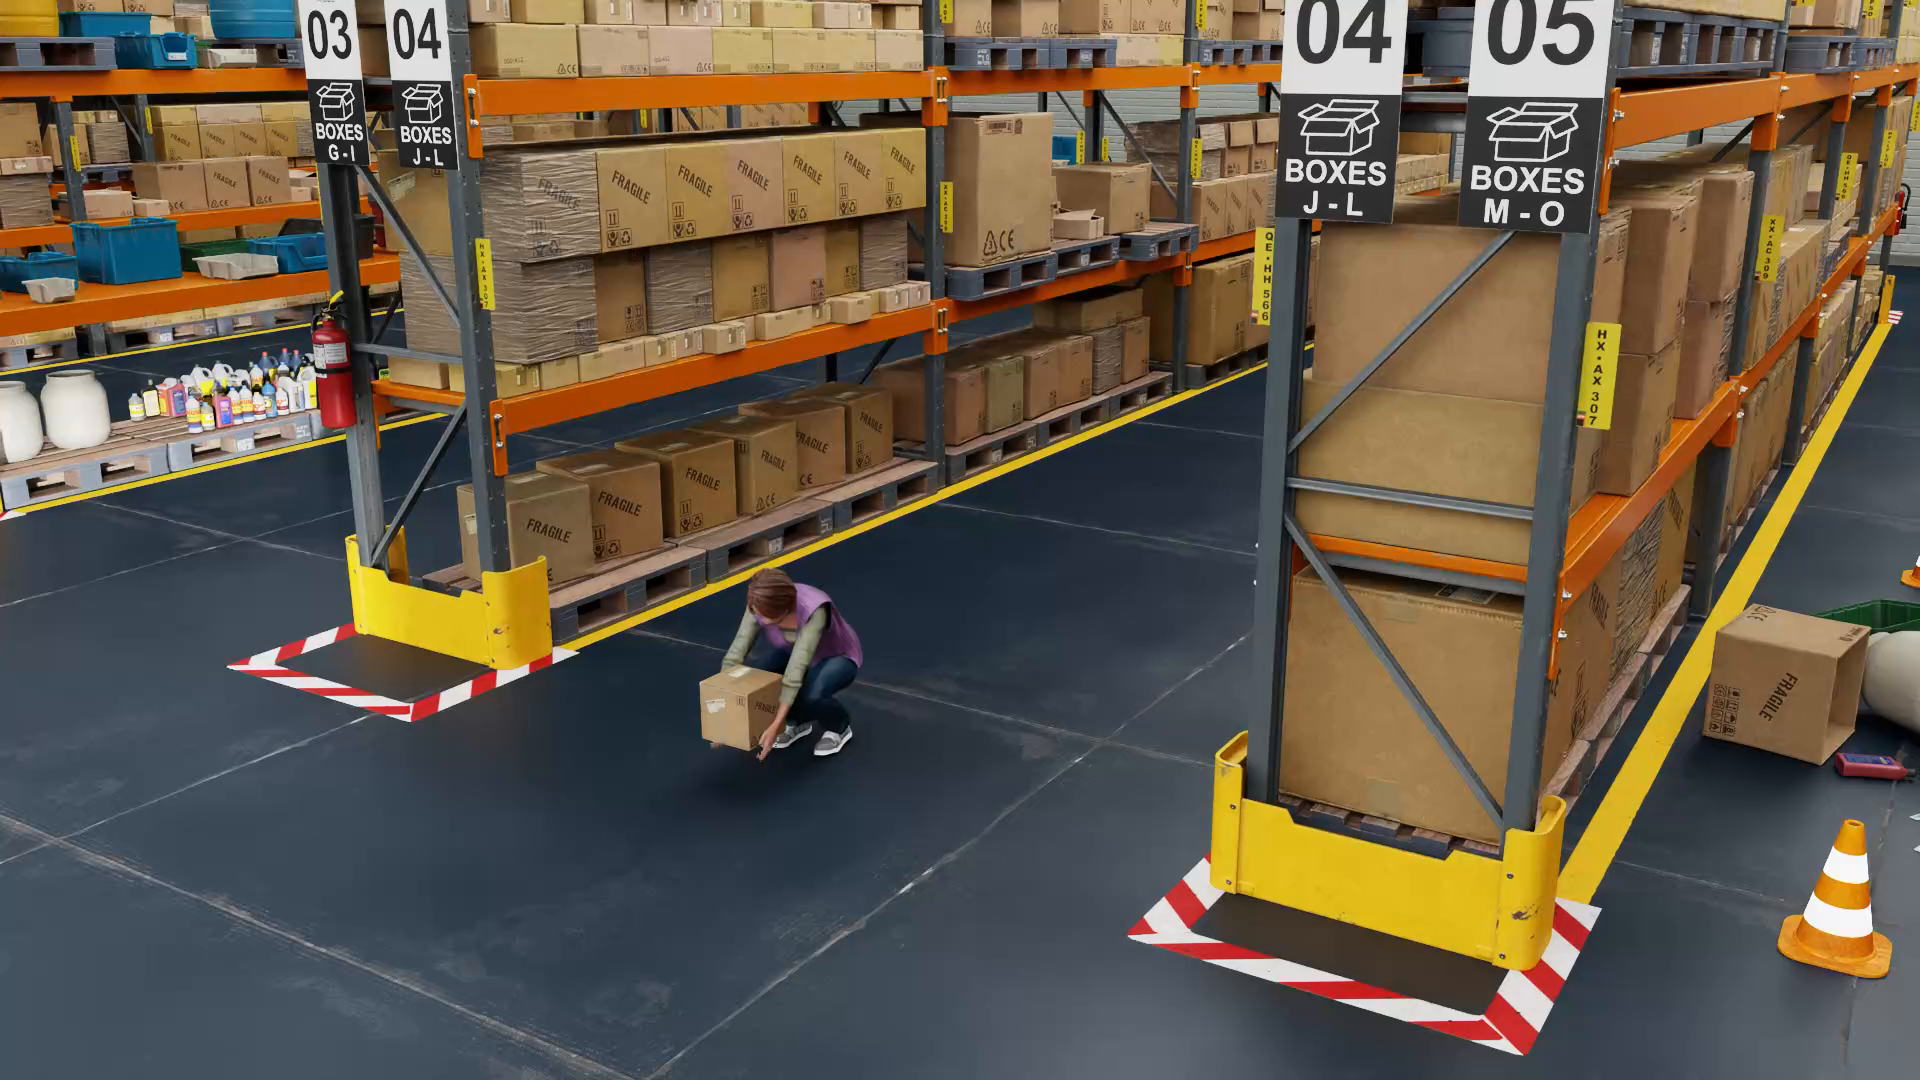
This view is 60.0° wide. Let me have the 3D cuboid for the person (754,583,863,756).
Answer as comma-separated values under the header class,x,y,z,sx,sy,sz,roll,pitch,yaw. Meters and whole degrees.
class,x,y,z,sx,sy,sz,roll,pitch,yaw
person,-0.642,0.518,7.233,0.394,0.796,0.535,10,19,30
